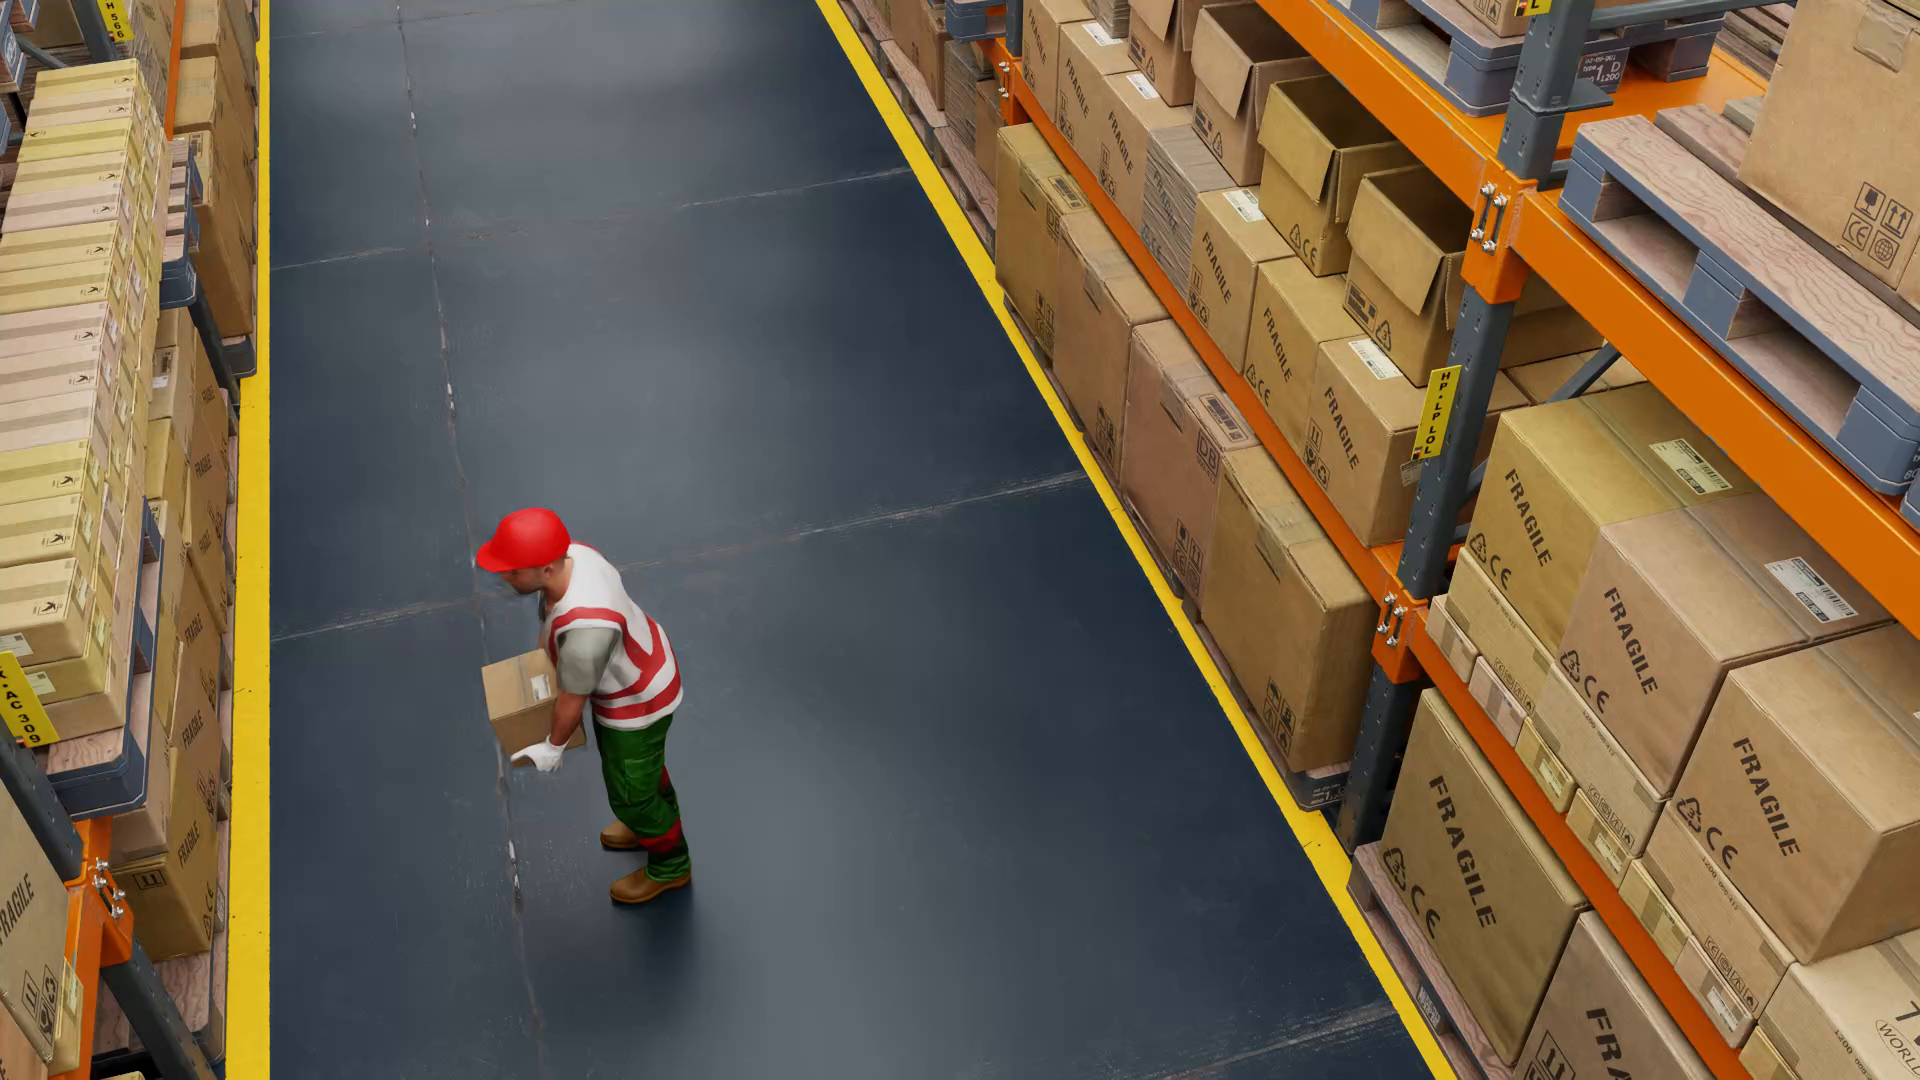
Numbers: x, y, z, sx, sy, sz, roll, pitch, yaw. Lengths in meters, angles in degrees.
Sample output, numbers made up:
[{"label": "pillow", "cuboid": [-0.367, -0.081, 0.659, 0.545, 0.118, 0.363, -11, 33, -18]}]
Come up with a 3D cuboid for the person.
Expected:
[{"label": "person", "cuboid": [-1.222, 0.556, 5.551, 0.594, 1.747, 0.485, -13, 43, -14]}]
